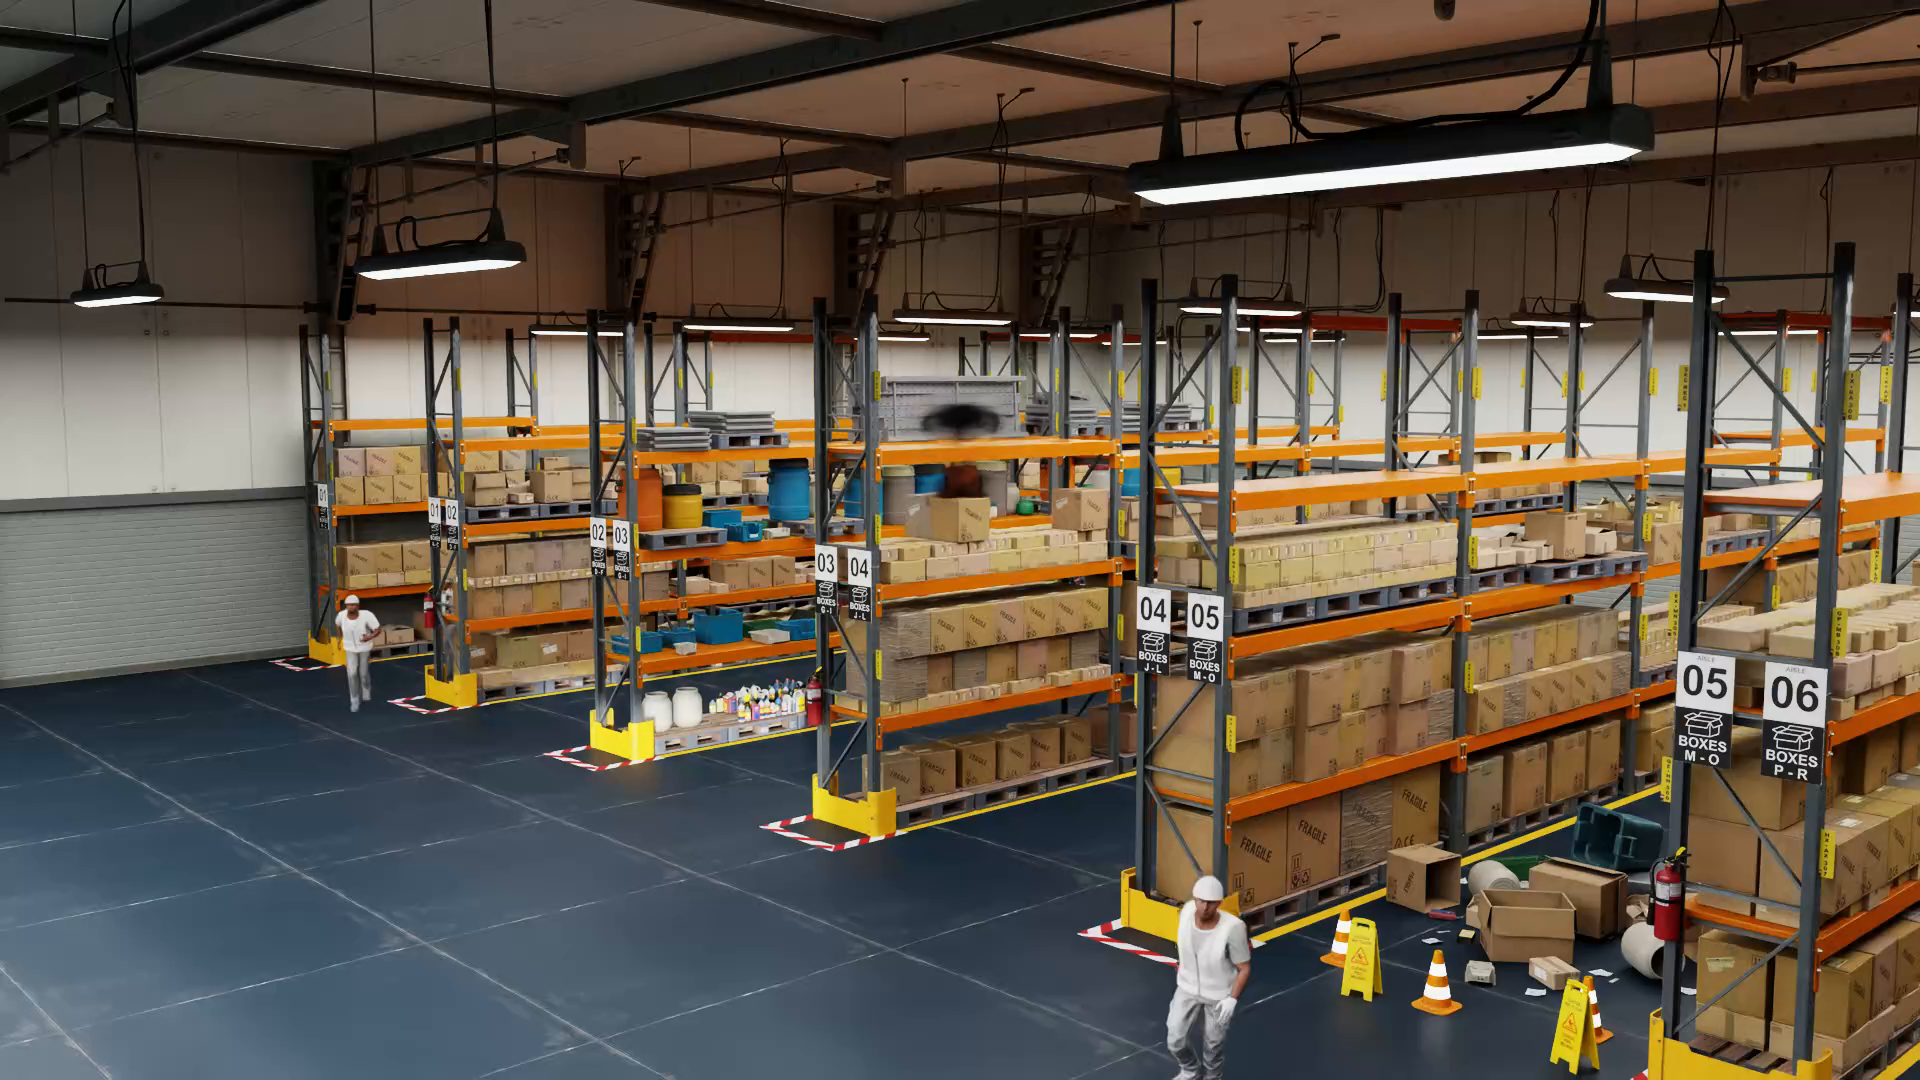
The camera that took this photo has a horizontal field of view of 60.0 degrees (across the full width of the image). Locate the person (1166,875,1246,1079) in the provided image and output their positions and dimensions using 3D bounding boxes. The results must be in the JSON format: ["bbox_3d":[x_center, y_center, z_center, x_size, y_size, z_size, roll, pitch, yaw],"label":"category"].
[{"bbox_3d":[1.724,3.132,11.592,0.564,1.718,0.647,3,6,27],"label":"person"}]

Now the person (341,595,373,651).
[{"bbox_3d":[-9.244,1.266,25.459,0.438,0.866,0.481,-1,6,-6],"label":"person"}]

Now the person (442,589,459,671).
[{"bbox_3d":[-8.710,1.578,28.484,0.410,1.493,0.761,4,7,32],"label":"person"}]
